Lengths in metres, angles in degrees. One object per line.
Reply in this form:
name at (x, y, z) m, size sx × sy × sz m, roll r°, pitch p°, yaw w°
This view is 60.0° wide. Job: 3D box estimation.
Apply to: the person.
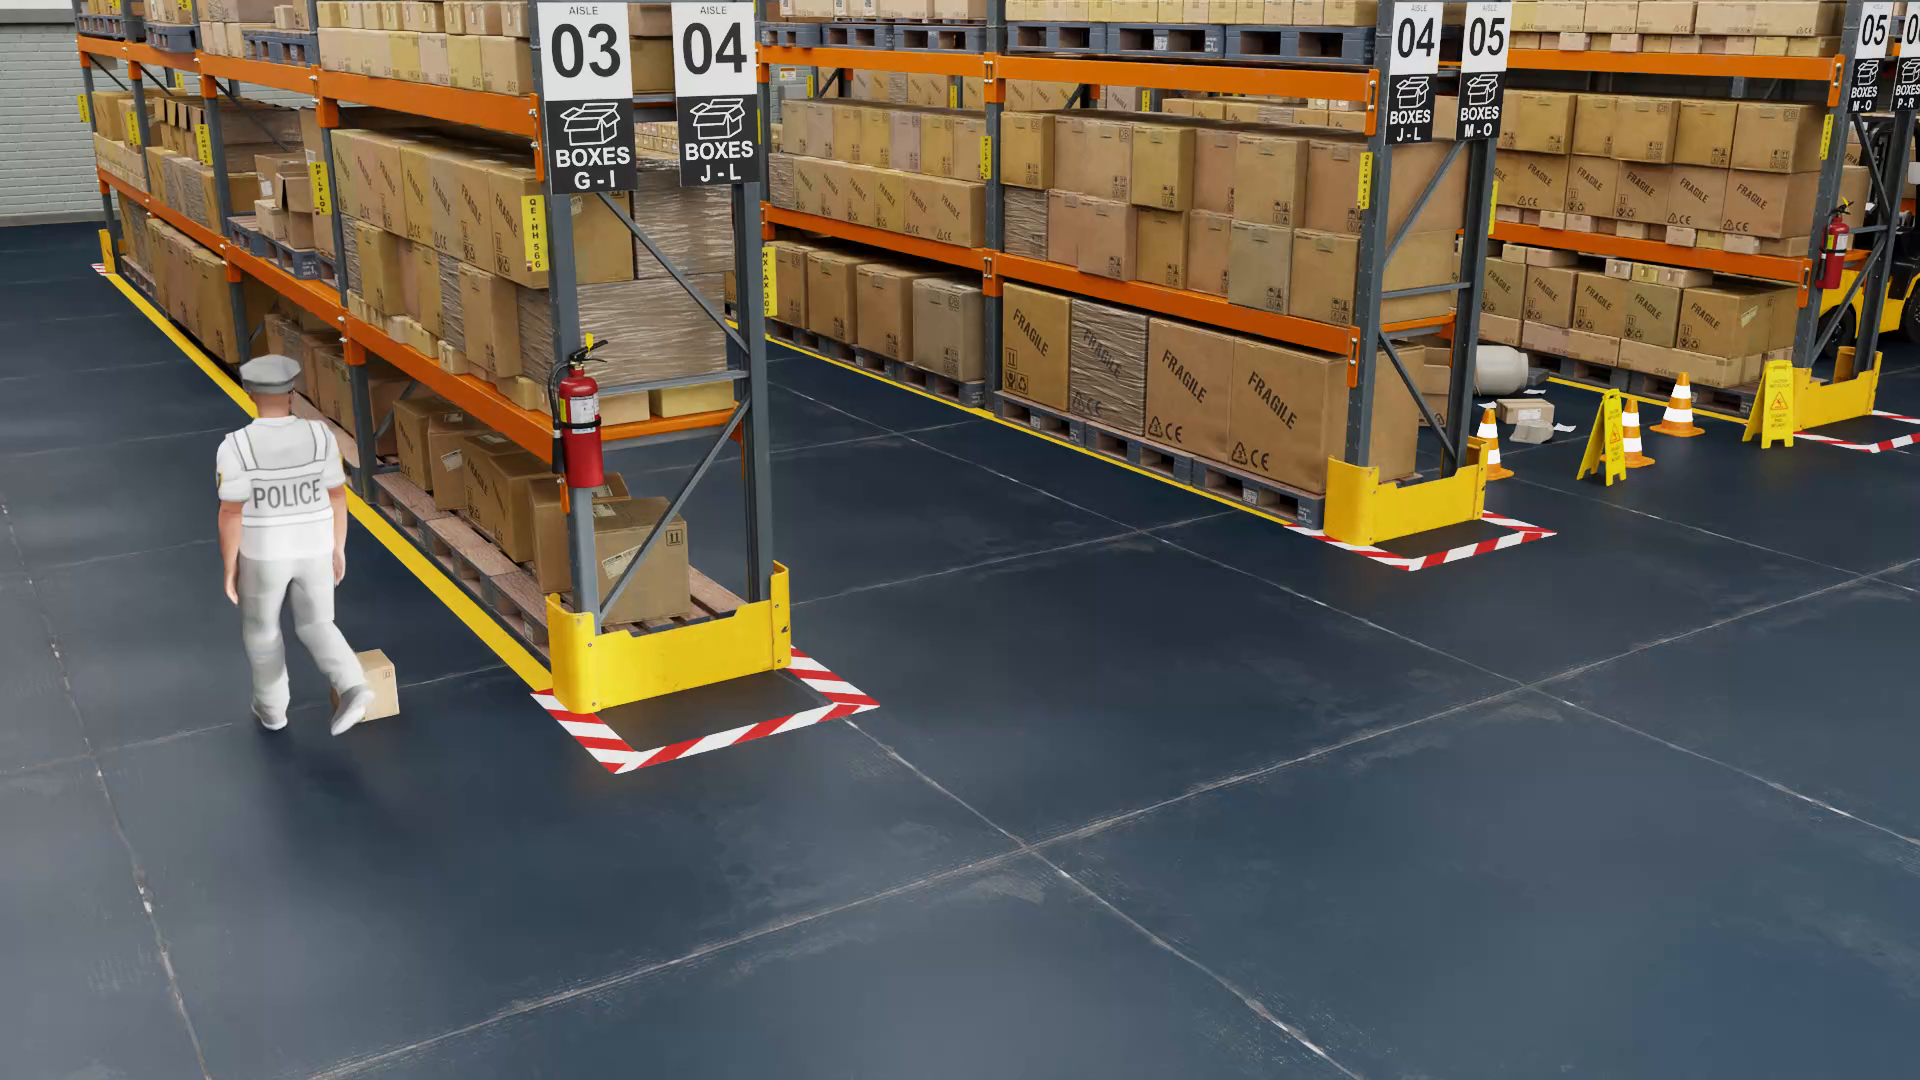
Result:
person at (-2.996, 0.047, 7.384) m, size 0.555 × 1.734 × 0.817 m, roll -14°, pitch 23°, yaw -37°
